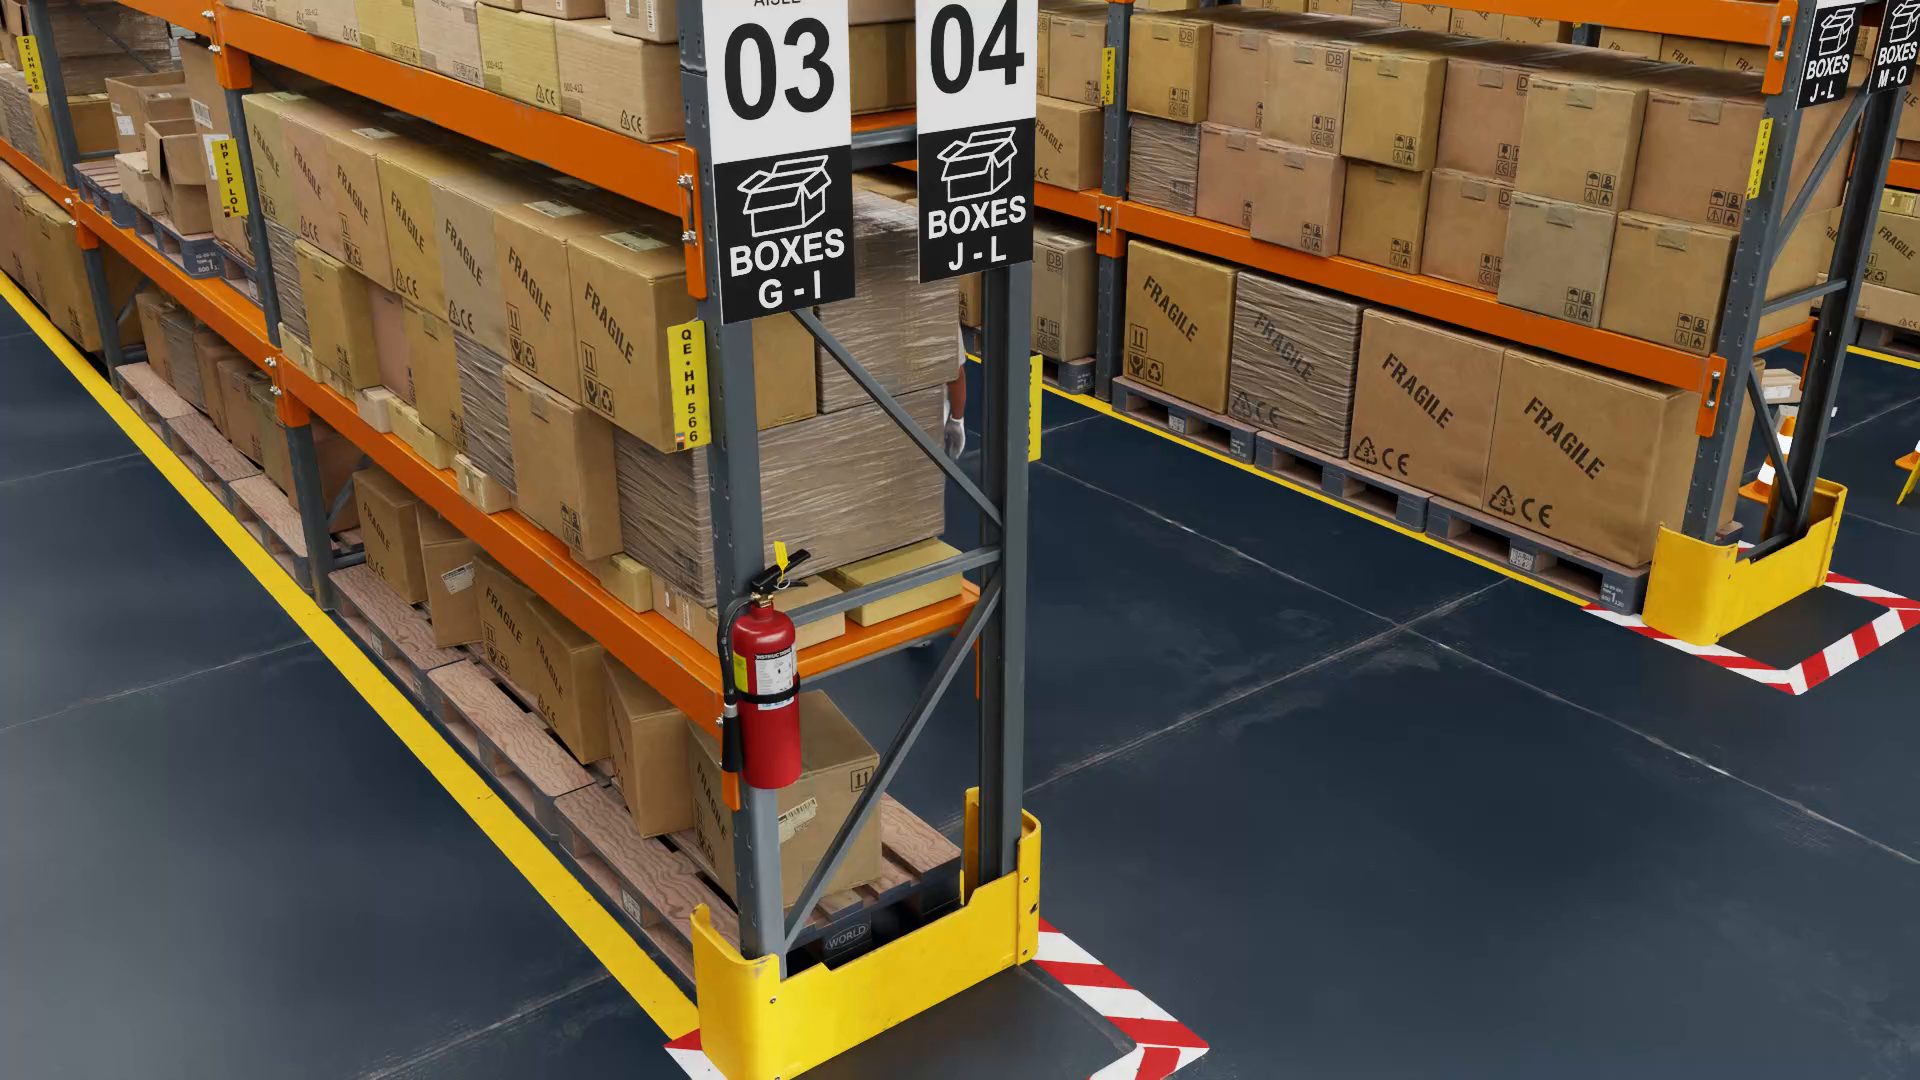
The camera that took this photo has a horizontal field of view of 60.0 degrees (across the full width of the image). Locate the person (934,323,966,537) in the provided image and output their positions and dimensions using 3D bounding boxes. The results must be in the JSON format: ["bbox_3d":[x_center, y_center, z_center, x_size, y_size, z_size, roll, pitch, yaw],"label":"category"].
[{"bbox_3d":[-0.273,-0.542,7.747,0.590,1.769,0.734,-4,25,-9],"label":"person"}]
